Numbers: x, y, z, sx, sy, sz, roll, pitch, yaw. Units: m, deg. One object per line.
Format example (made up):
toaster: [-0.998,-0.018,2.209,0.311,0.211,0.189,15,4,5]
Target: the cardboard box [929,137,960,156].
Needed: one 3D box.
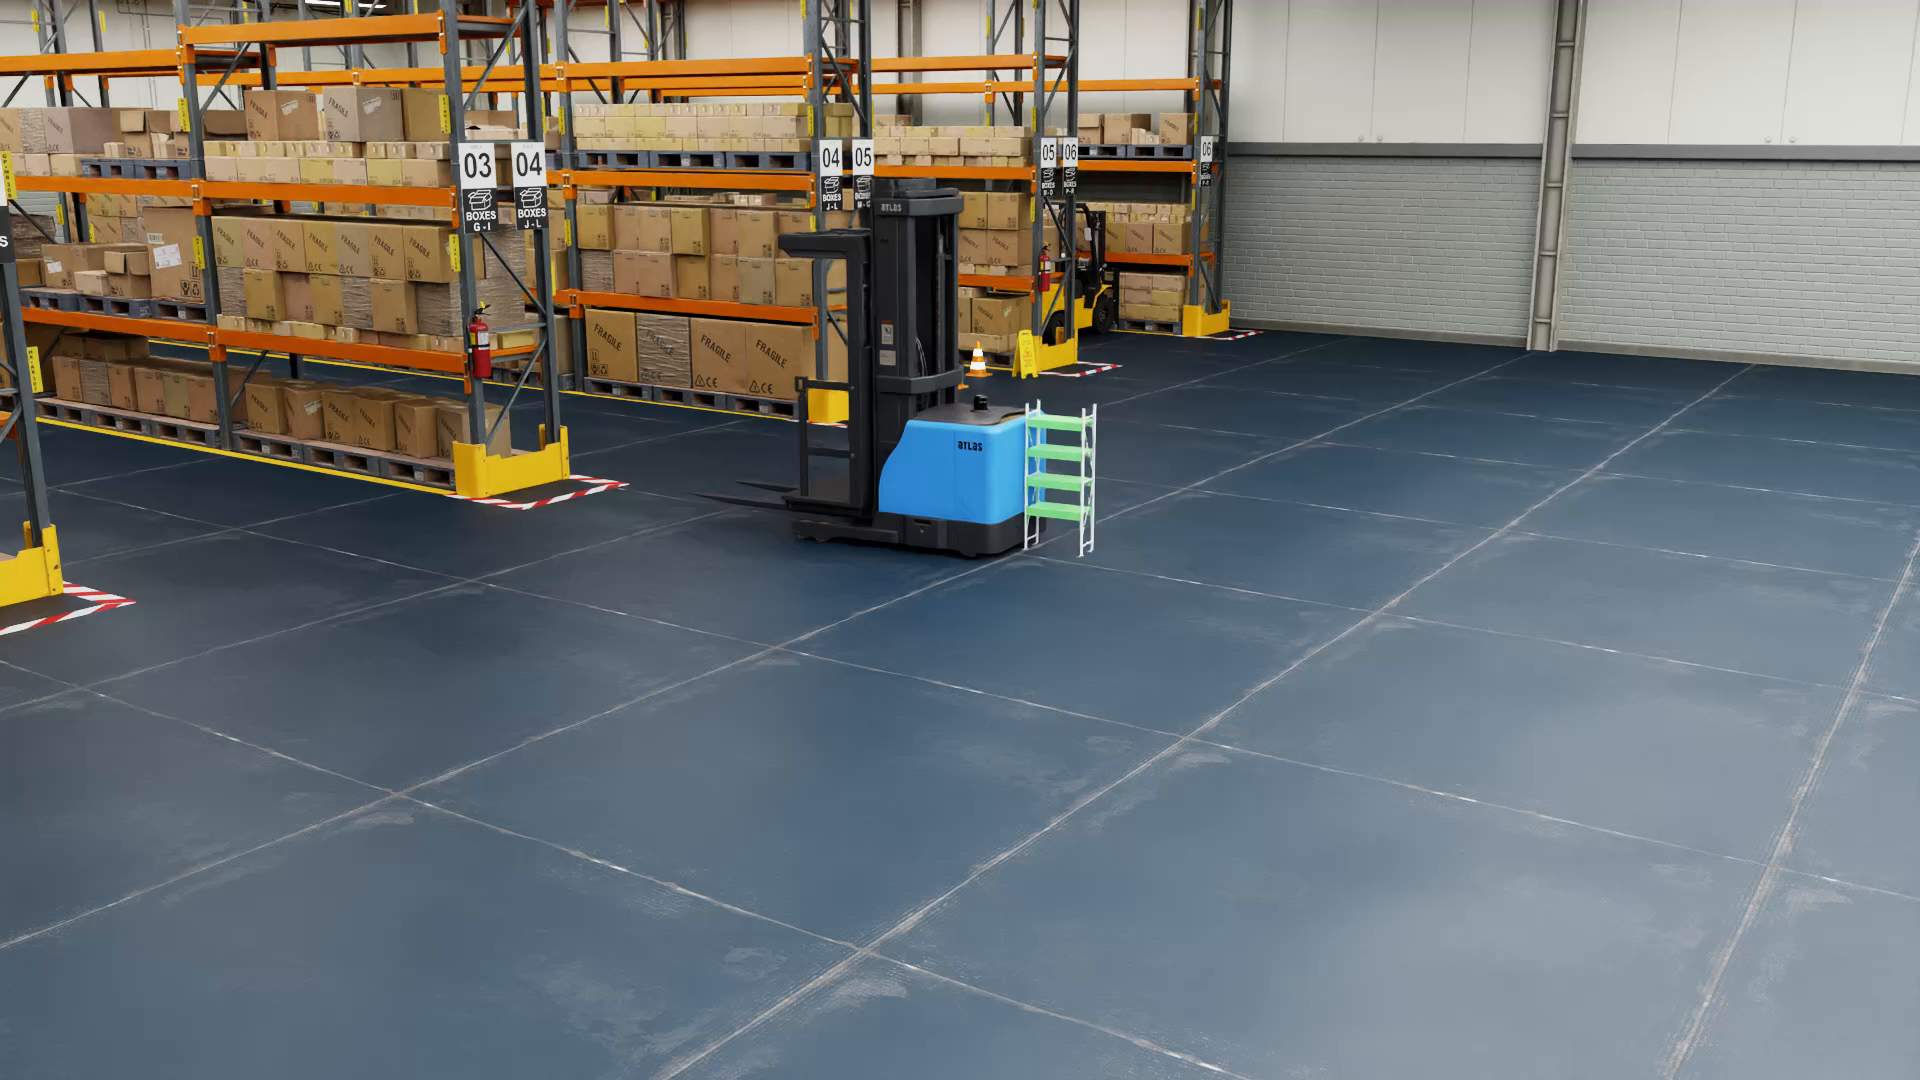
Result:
cardboard box: [-0.096,-5.620,23.736,0.500,0.250,0.500,10,17,34]

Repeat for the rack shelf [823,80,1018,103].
rack shelf: [-0.883,-8.105,30.167,4.000,0.370,1.077,9,17,33]

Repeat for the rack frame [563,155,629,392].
rack frame: [-4.669,-3.477,21.628,0.127,3.000,1.000,9,17,33]

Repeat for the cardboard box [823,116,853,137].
cardboard box: [-1.607,-4.837,19.489,0.500,0.250,0.500,9,17,33]

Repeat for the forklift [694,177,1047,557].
forklift: [-0.827,-1.512,13.831,3.031,2.935,1.130,7,16,26]

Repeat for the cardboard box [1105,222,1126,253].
cardboard box: [2.690,-5.134,28.112,0.500,0.500,0.500,9,16,32]

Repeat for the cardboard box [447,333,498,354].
cardboard box: [-4.554,-1.841,15.539,0.250,0.149,0.380,9,17,33]

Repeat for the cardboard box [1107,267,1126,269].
cardboard box: [2.556,-4.594,28.906,0.500,0.250,0.500,9,16,32]

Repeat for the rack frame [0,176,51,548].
rack frame: [-6.966,-0.978,11.531,0.127,3.000,1.000,9,17,33]

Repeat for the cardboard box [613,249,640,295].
cardboard box: [-3.887,-3.434,21.140,0.550,0.550,0.875,9,17,33]

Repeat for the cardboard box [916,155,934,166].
cardboard box: [-0.423,-5.465,23.937,0.250,0.149,0.380,9,16,32]

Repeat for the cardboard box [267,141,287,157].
cardboard box: [-6.551,-3.834,16.307,0.250,0.149,0.380,9,16,32]

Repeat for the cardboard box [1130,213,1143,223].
cardboard box: [3.043,-5.397,27.823,0.250,0.149,0.380,9,17,32]

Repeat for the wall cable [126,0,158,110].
wall cable: [-16.825,-9.706,34.305,0.029,3.000,0.463,9,17,33]

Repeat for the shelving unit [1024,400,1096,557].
shelving unit: [0.800,-0.497,13.333,0.503,1.200,0.258,7,16,26]

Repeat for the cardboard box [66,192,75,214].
cardboard box: [-14.402,-5.652,27.504,0.500,0.500,0.500,9,17,32]

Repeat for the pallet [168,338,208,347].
pallet: [-11.884,-3.280,26.632,1.213,0.211,1.003,9,17,33]

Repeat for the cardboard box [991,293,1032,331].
cardboard box: [0.794,-3.341,24.365,0.500,0.500,0.500,9,16,31]

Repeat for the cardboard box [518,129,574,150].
cardboard box: [-5.345,-5.176,21.477,0.500,0.250,0.500,9,17,33]

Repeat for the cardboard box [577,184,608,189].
cardboard box: [-7.710,-7.197,34.788,0.500,0.500,0.500,10,17,34]

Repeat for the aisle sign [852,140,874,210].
aisle sign: [-1.124,-4.253,19.352,0.004,0.787,0.394,9,17,33]

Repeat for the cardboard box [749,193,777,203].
cardboard box: [-3.142,-5.448,26.539,0.250,0.149,0.380,10,17,36]

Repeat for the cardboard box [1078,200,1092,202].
cardboard box: [2.255,-5.815,28.895,0.250,0.149,0.380,9,16,32]

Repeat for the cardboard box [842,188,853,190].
cardboard box: [-1.746,-5.054,25.089,0.500,0.500,0.700,9,17,32]

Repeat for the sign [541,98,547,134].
sign: [-3.899,-3.954,15.492,0.005,0.325,0.100,9,17,33]

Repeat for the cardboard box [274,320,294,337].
cardboard box: [-6.690,-2.154,16.804,0.250,0.149,0.380,9,17,33]

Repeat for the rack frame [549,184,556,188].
rack frame: [-9.181,-7.077,36.171,0.127,3.000,1.000,9,17,33]

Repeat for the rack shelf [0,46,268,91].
rack shelf: [-9.181,-5.139,18.185,4.000,0.370,1.077,9,17,33]

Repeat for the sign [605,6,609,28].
sign: [-5.616,-8.346,26.536,0.005,0.325,0.100,9,17,33]

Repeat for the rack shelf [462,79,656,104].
rack shelf: [-6.969,-7.651,28.334,4.000,0.370,1.077,9,17,33]

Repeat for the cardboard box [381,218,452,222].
cardboard box: [-5.333,-2.907,16.417,0.500,0.500,0.500,9,17,33]

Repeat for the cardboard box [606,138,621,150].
cardboard box: [-4.135,-4.879,20.489,0.250,0.149,0.380,9,17,33]

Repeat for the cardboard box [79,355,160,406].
cardboard box: [-9.806,-1.881,19.465,0.500,0.500,0.700,8,16,28]

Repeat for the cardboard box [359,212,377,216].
cardboard box: [-10.862,-5.880,31.126,0.500,0.500,0.500,9,17,32]

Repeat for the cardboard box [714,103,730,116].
cardboard box: [-2.660,-5.028,19.432,0.250,0.149,0.380,9,17,33]

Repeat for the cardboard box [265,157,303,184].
cardboard box: [-6.443,-3.635,16.335,0.500,0.250,0.500,8,16,31]

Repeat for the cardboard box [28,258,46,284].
cardboard box: [-11.092,-3.206,20.325,0.500,0.500,0.500,10,17,34]

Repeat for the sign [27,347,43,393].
sign: [-6.656,-1.221,11.939,0.005,0.325,0.100,9,17,33]

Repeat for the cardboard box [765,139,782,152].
cardboard box: [-2.024,-4.538,19.113,0.250,0.149,0.380,9,17,33]

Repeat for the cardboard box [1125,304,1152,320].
cardboard box: [3.122,-3.869,28.060,0.500,0.250,0.500,9,17,33]

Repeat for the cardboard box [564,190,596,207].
cardboard box: [-6.315,-5.633,28.045,0.500,0.500,0.500,10,17,34]

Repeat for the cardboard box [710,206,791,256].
cardboard box: [-2.533,-3.753,20.182,0.550,0.550,0.875,9,17,33]

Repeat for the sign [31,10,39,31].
sign: [-14.929,-8.382,26.849,0.005,0.325,0.100,9,17,33]

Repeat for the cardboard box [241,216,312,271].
cardboard box: [-6.874,-3.002,16.802,0.500,0.500,0.500,9,17,33]

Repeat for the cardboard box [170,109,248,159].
cardboard box: [-7.856,-4.295,17.599,0.637,0.503,0.797,8,16,30]

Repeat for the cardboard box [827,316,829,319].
cardboard box: [-2.427,-3.476,26.217,0.625,0.372,0.950,9,17,34]

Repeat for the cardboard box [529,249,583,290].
cardboard box: [-5.251,-3.543,21.683,0.500,0.500,0.500,9,17,32]

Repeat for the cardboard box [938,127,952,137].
cardboard box: [-0.115,-5.841,23.796,0.250,0.149,0.380,9,16,31]

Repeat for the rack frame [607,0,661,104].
rack frame: [-5.310,-7.926,27.116,0.127,3.000,1.000,9,17,33]

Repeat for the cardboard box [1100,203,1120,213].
cardboard box: [2.566,-5.597,28.012,0.250,0.149,0.380,10,17,34]

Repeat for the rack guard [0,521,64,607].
rack guard: [-7.056,0.235,11.835,0.348,0.500,1.175,9,17,33]

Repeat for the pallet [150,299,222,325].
pallet: [-8.074,-2.540,18.242,1.213,0.211,1.003,9,17,33]

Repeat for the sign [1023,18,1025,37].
sign: [1.107,-9.018,29.251,0.005,0.325,0.100,9,17,33]

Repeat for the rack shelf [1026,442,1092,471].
rack shelf: [0.800,-0.668,13.290,0.480,0.148,0.258,7,16,26]

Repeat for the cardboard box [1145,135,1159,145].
cardboard box: [3.239,-6.569,27.314,0.250,0.149,0.380,9,16,31]

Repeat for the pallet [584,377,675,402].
pallet: [-4.082,-2.006,21.488,1.213,0.211,1.003,9,17,33]

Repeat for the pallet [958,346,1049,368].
pallet: [0.611,-2.714,24.348,1.213,0.211,1.003,9,17,33]
